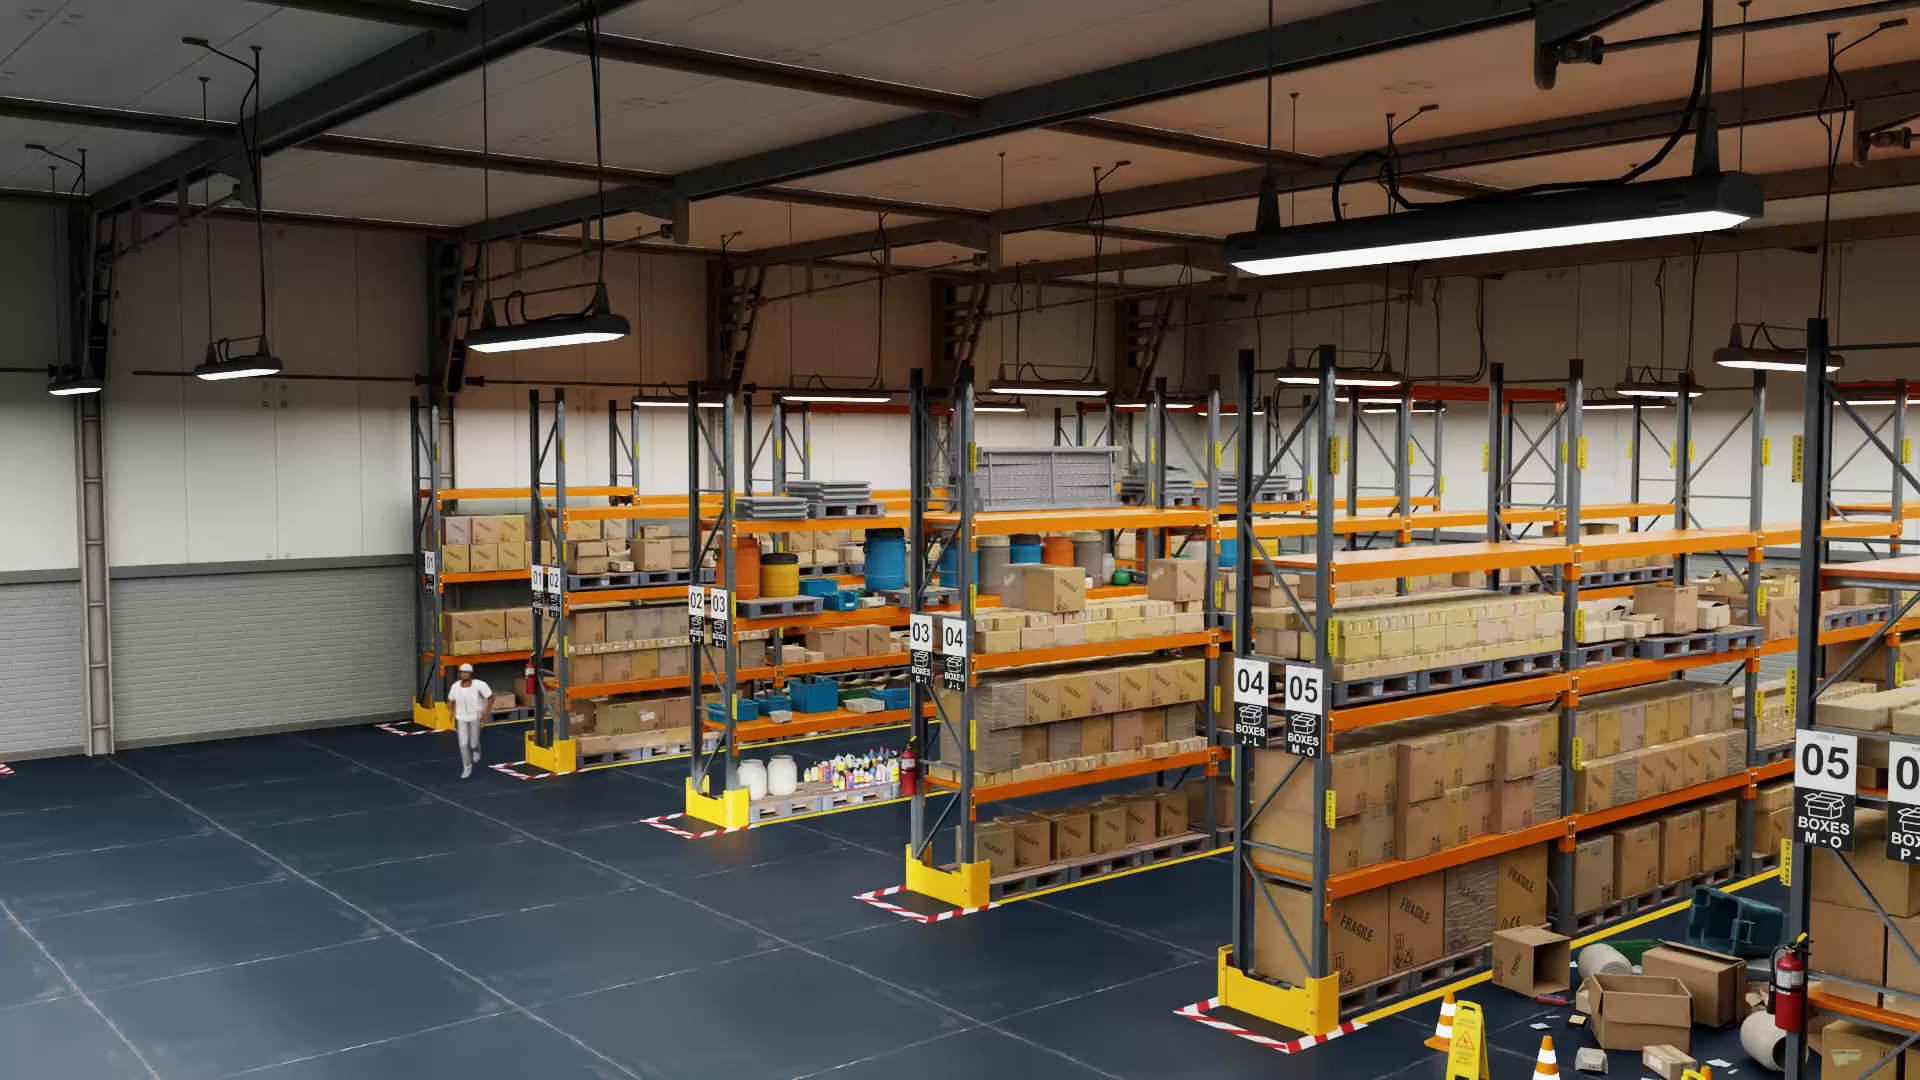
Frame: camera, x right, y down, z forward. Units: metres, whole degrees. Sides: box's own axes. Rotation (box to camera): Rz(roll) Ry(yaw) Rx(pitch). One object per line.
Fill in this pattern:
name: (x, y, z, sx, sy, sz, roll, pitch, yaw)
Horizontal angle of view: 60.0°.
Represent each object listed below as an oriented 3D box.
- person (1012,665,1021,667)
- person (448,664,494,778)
person: (0.906, 2.617, 30.071, 0.562, 1.582, 0.677, 3, 5, 44)
person: (-7.609, 2.783, 25.874, 0.716, 1.756, 0.622, 0, 3, -1)
